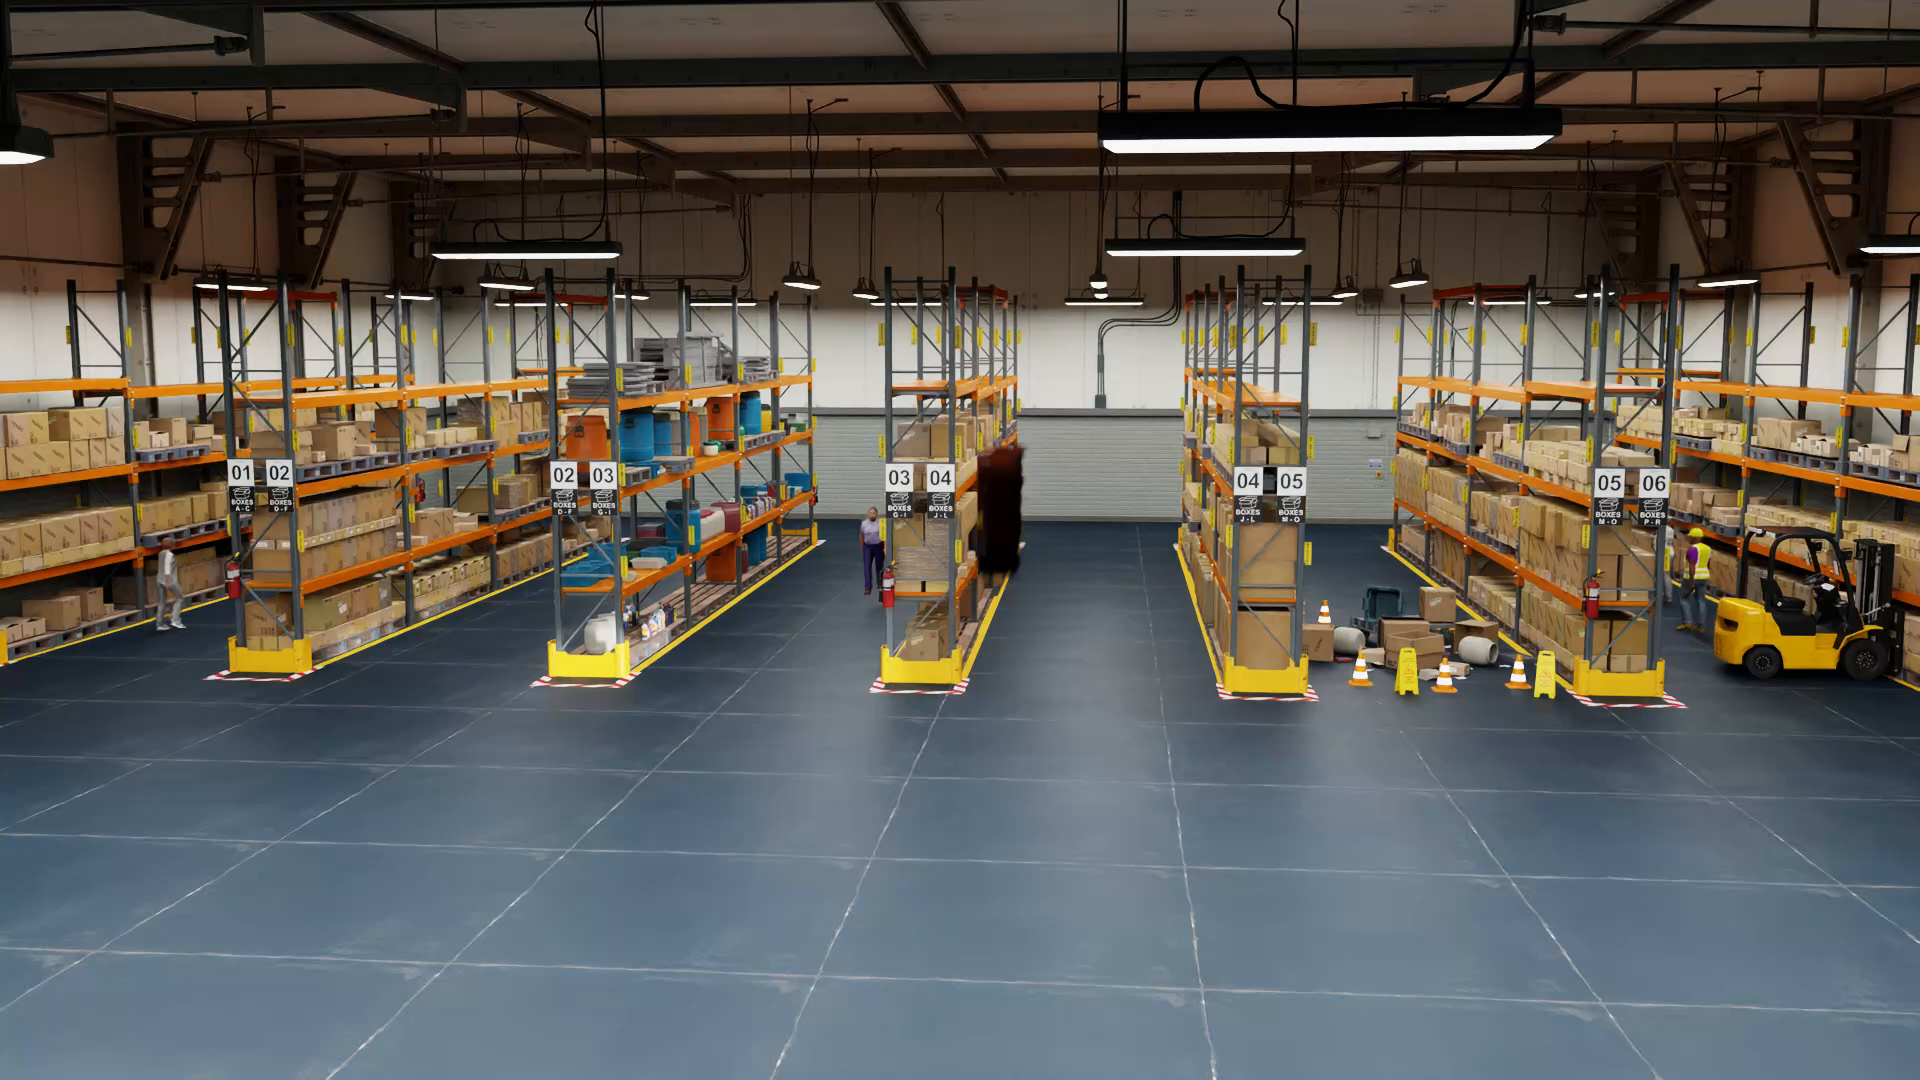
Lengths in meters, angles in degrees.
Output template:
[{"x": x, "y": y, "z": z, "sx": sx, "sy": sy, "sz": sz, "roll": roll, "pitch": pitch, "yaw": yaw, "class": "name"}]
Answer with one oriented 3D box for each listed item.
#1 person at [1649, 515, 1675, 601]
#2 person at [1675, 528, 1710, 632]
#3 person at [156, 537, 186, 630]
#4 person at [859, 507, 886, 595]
[{"x": 13.380, "y": 0.336, "z": 31.586, "sx": 0.468, "sy": 1.679, "sz": 0.496, "roll": -3, "pitch": 7, "yaw": -21, "class": "person"}, {"x": 12.592, "y": 0.697, "z": 28.353, "sx": 0.547, "sy": 1.778, "sz": 0.552, "roll": -1, "pitch": 7, "yaw": -11, "class": "person"}, {"x": -13.638, "y": 0.761, "z": 28.520, "sx": 0.417, "sy": 1.605, "sz": 0.514, "roll": 2, "pitch": 7, "yaw": 17, "class": "person"}, {"x": -1.599, "y": 0.174, "z": 30.714, "sx": 0.535, "sy": 1.596, "sz": 0.999, "roll": 0, "pitch": 7, "yaw": 2, "class": "person"}]
